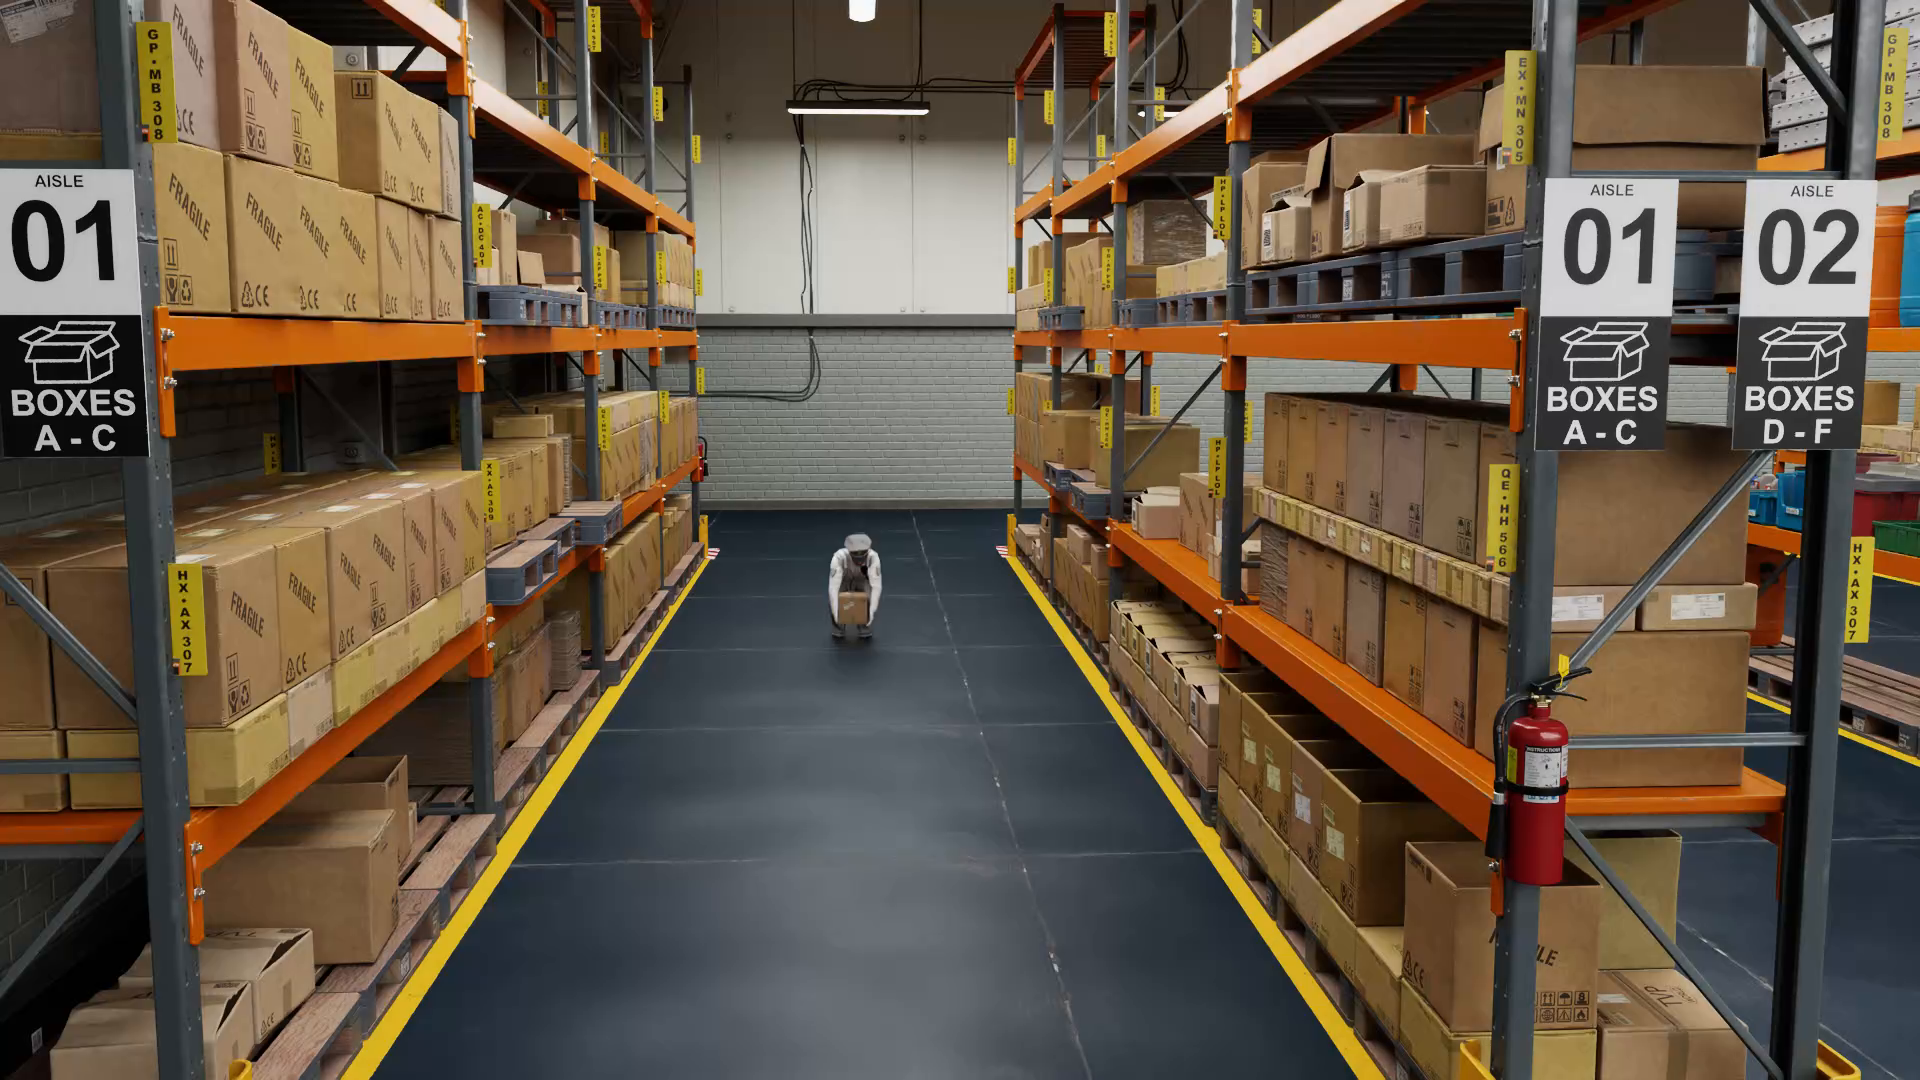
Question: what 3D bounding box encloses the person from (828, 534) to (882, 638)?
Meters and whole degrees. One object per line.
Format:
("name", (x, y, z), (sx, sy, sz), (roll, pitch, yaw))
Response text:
("person", (-0.966, 0.409, 15.243), (0.494, 0.983, 0.816), (0, 7, -4))
